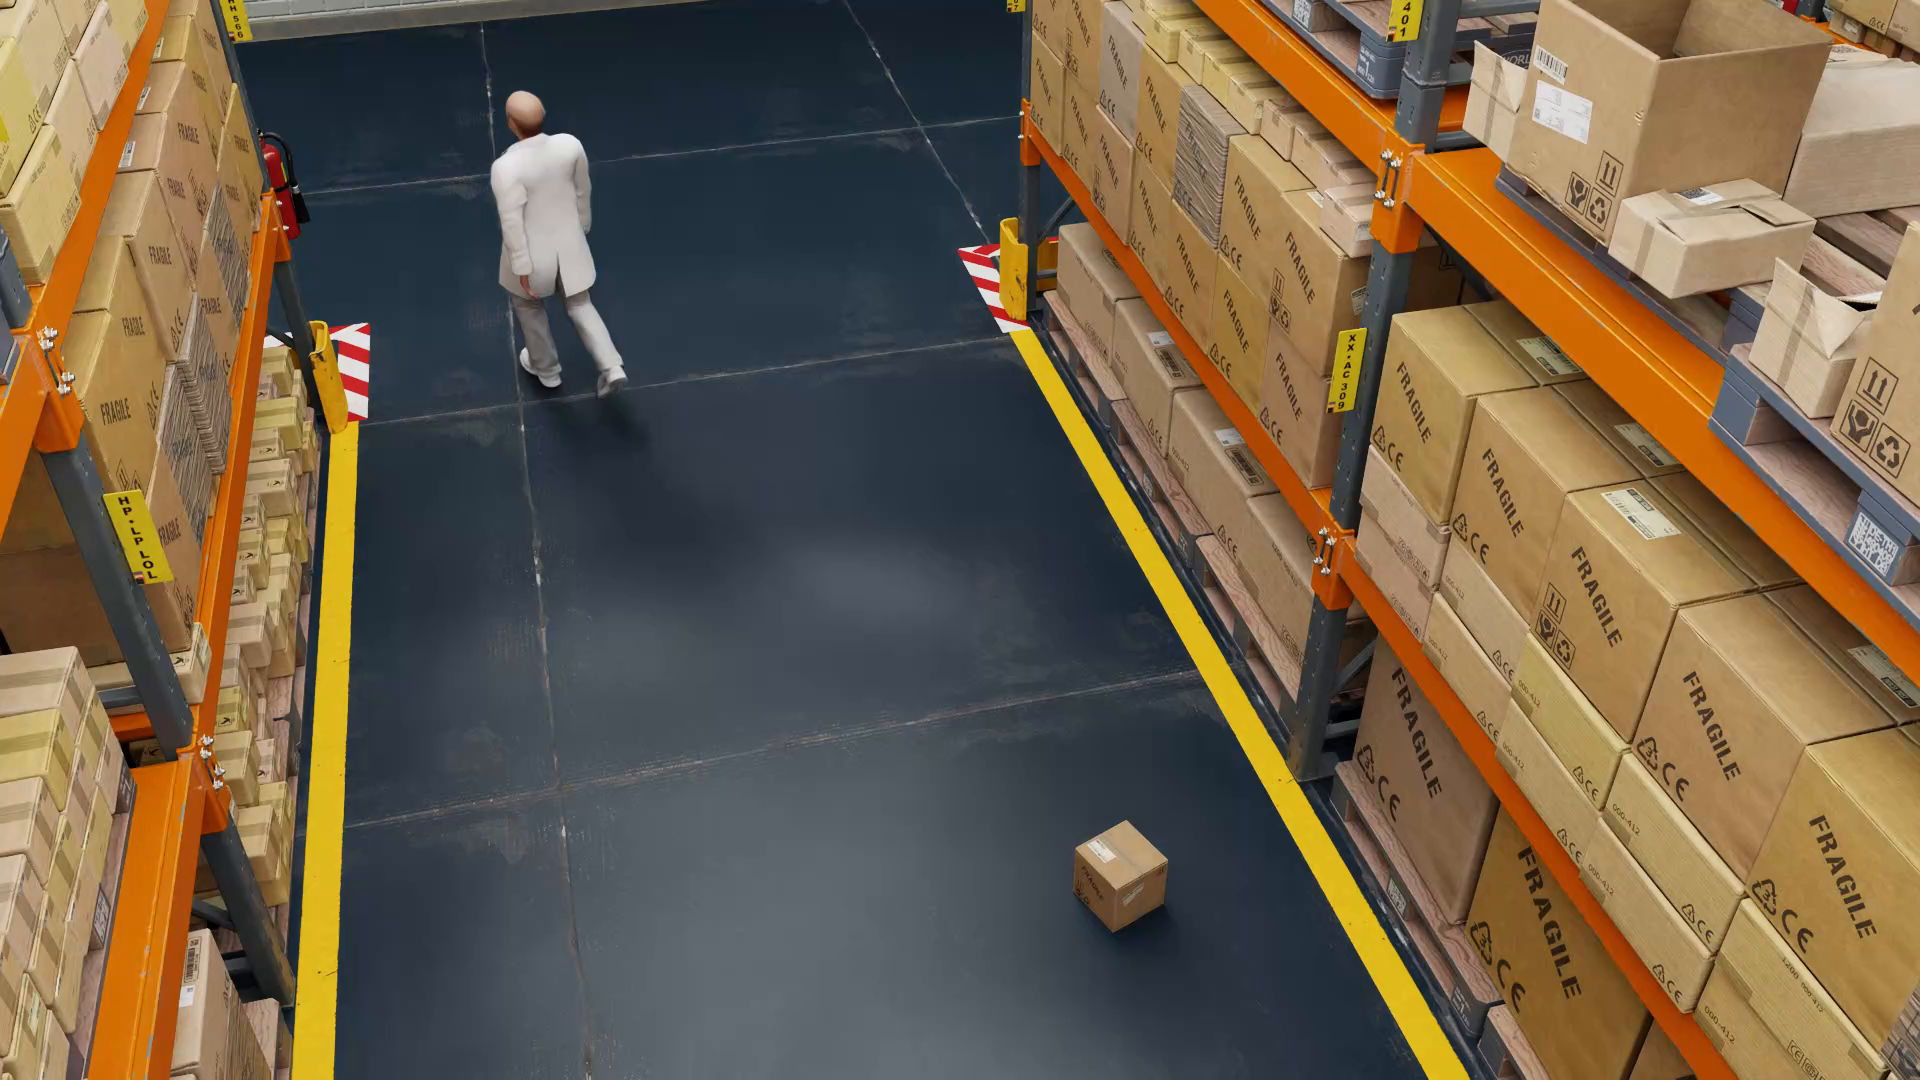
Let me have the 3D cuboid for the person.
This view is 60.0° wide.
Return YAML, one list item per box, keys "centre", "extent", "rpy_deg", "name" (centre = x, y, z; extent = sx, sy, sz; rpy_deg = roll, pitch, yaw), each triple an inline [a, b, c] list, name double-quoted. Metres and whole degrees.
- centre: [-2.127, -1.481, 8.713]
  extent: [0.560, 1.656, 0.949]
  rpy_deg: [-26, 45, -29]
  name: "person"
